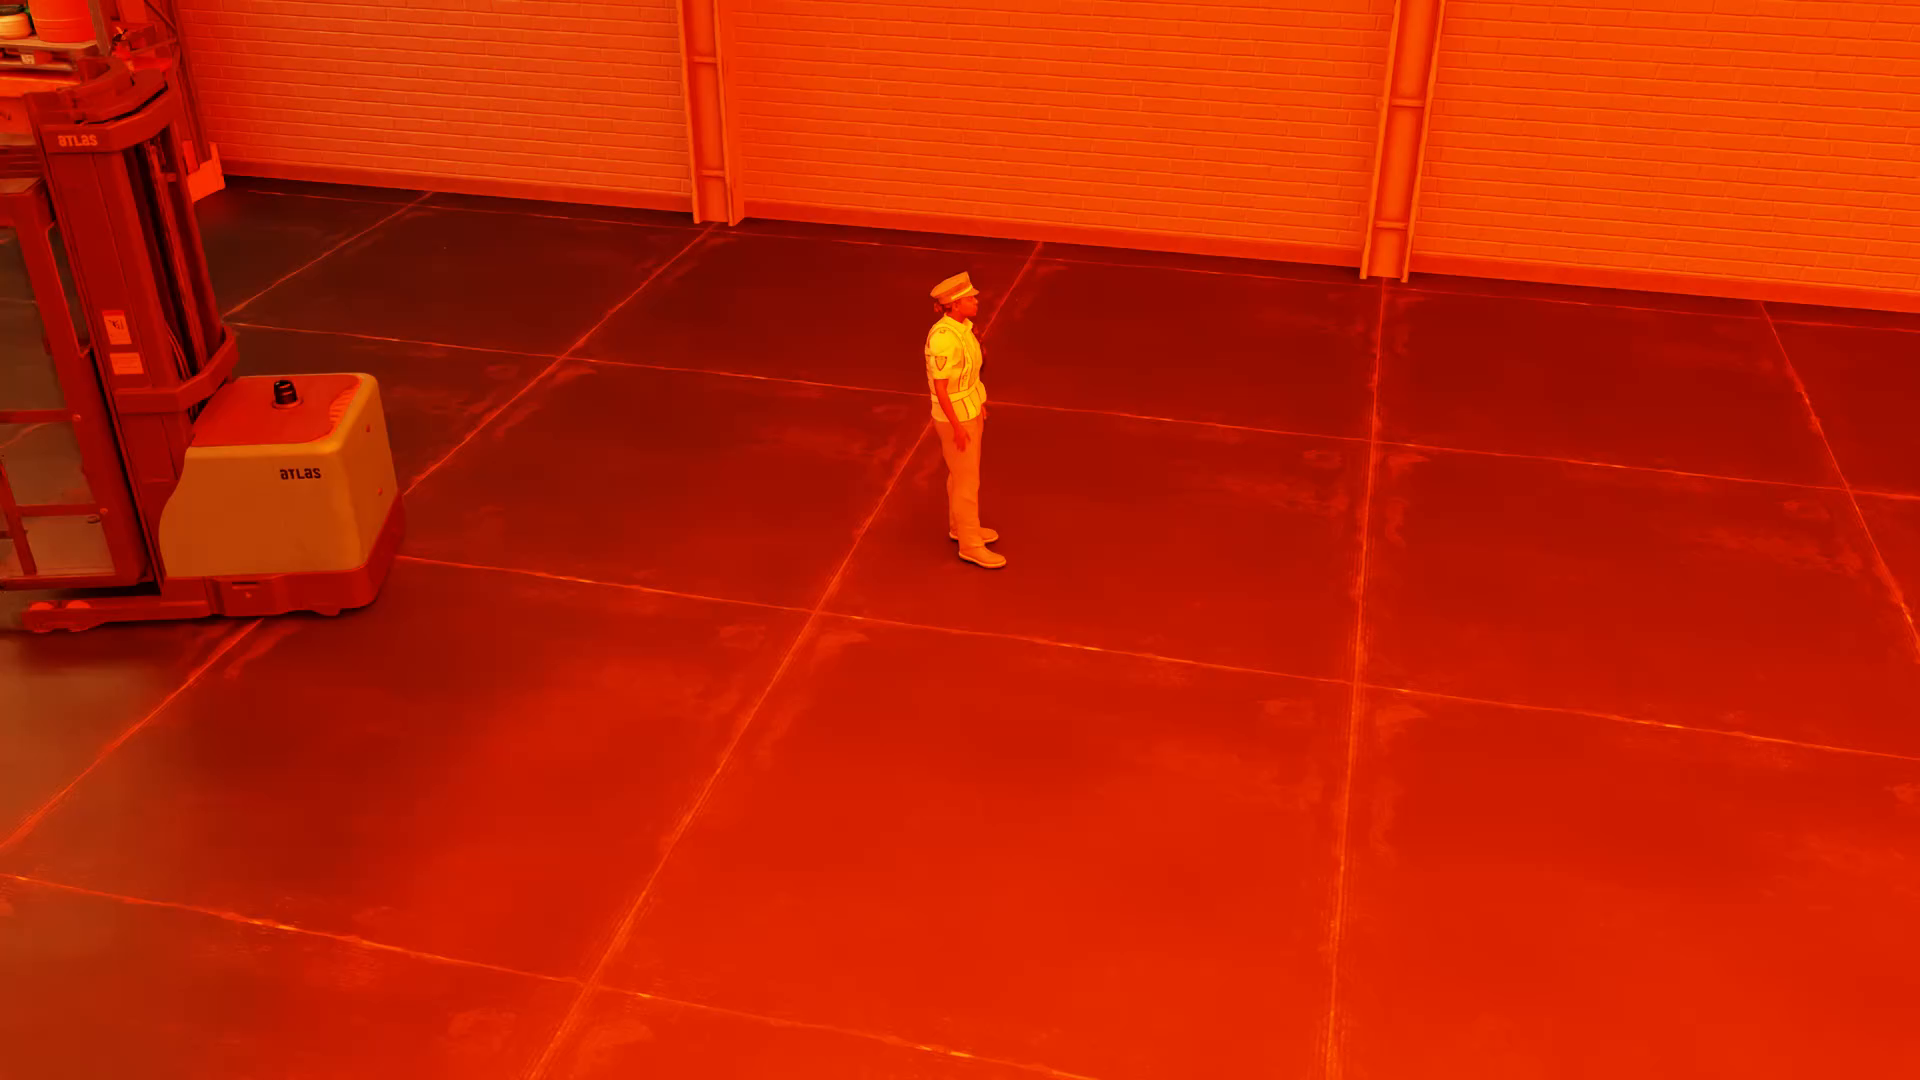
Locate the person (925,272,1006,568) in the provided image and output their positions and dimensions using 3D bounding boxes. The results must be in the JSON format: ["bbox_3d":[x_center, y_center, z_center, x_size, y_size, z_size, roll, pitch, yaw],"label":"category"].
[{"bbox_3d":[0.068,-0.725,9.690,0.530,1.695,0.569,7,30,12],"label":"person"}]

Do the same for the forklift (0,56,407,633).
[{"bbox_3d":[-4.853,-1.031,8.990,3.031,2.935,1.130,-2,30,-4],"label":"forklift"}]
